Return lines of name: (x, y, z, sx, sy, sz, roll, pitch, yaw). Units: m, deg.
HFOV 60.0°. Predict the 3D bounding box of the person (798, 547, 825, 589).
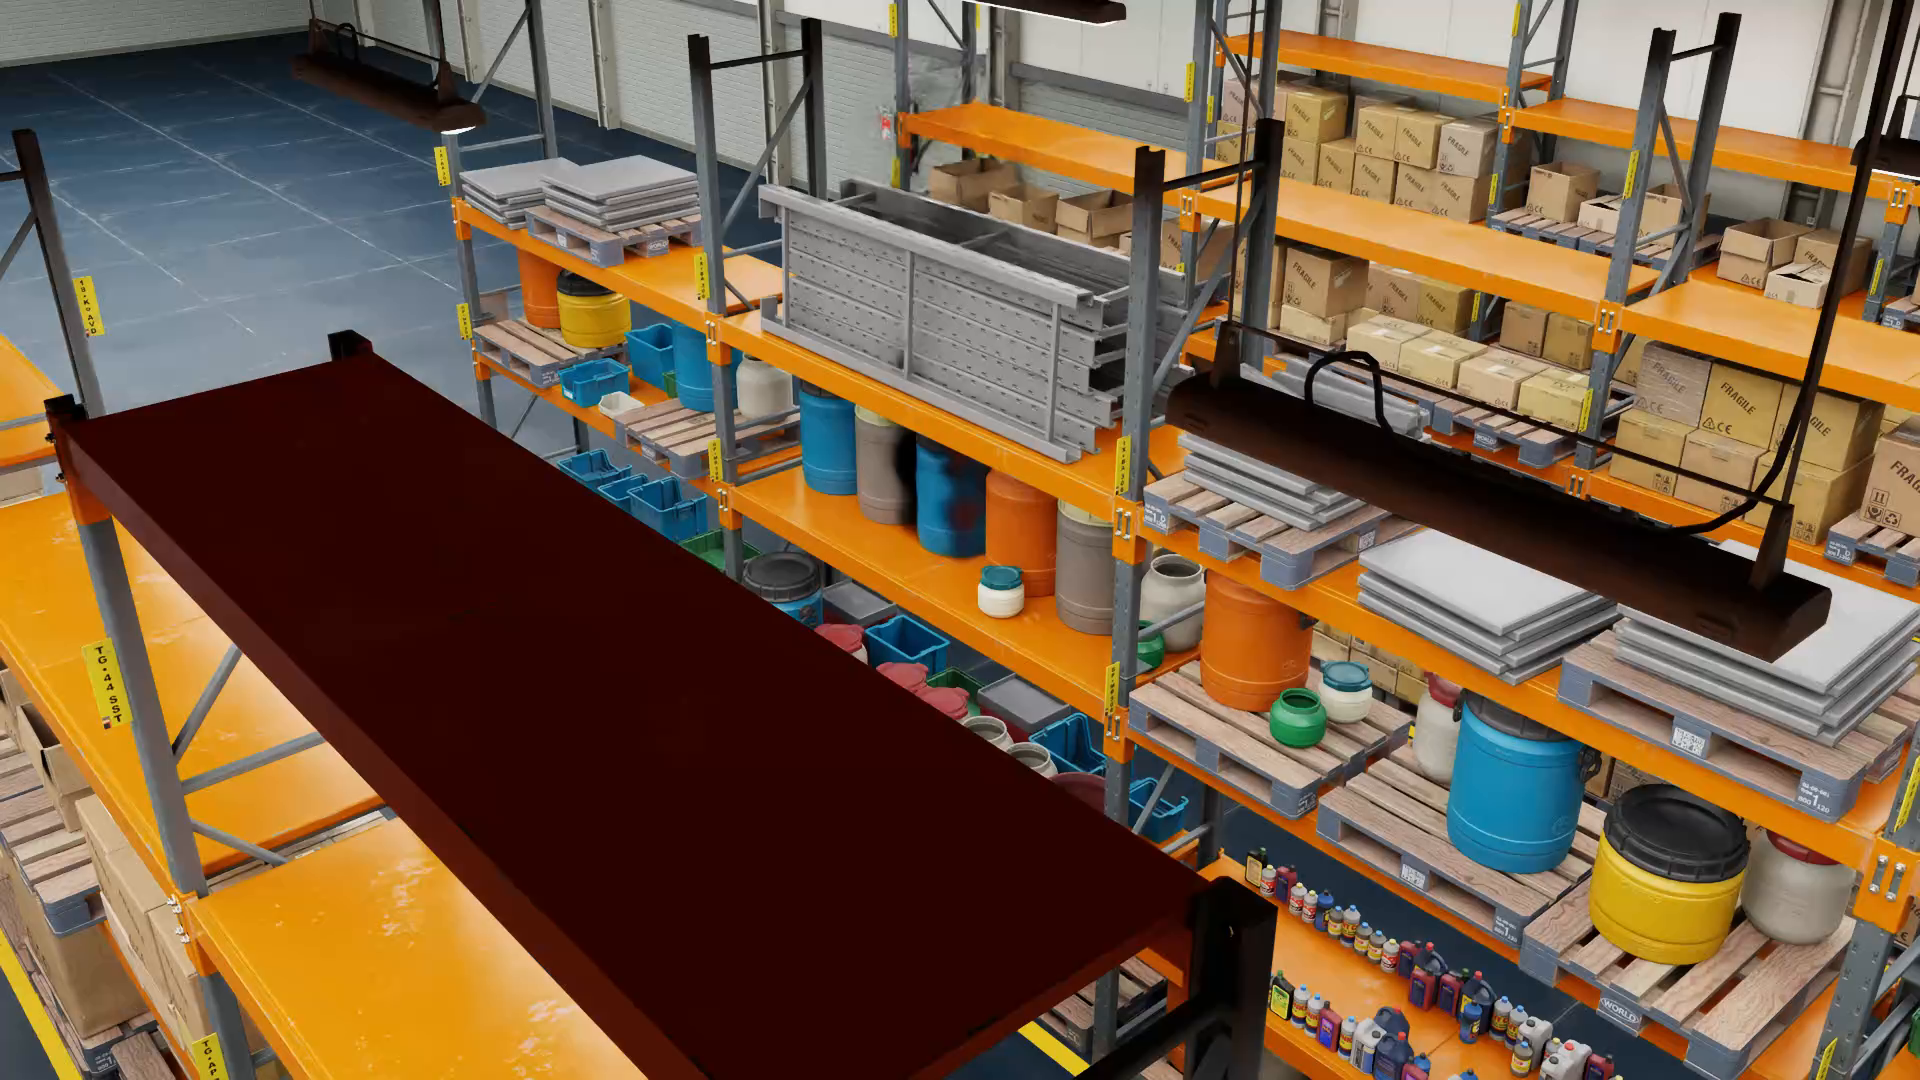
person: (-1.360, 0.004, 15.750, 0.574, 1.695, 0.814, -14, 30, -26)
